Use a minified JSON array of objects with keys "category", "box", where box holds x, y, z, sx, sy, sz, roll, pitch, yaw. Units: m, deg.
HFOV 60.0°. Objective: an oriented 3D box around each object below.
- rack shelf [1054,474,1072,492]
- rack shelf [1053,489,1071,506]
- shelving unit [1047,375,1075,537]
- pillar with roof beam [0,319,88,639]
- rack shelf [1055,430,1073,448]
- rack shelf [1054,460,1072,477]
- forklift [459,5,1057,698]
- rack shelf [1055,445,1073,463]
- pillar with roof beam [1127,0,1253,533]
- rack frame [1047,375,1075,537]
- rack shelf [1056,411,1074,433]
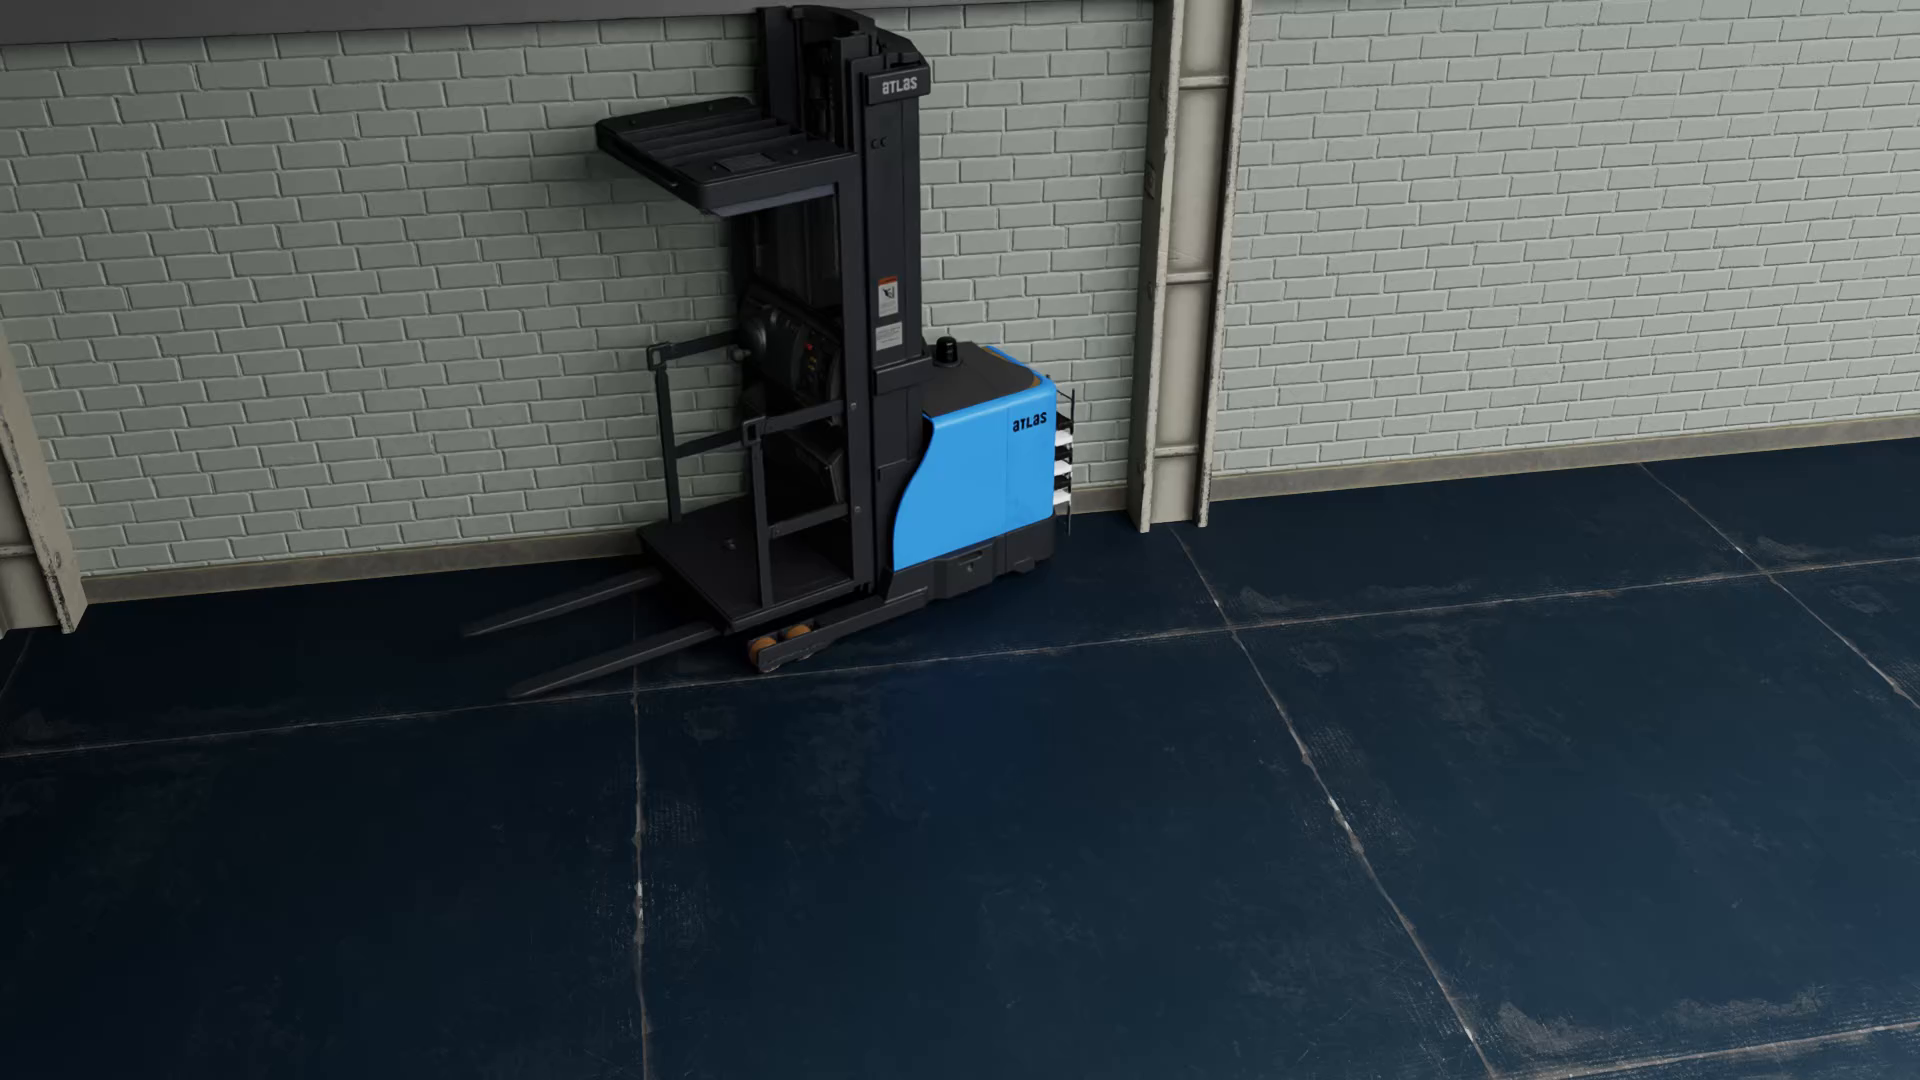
[{"category":"rack shelf","box":[0.457,-0.322,9.153,0.200,0.077,0.258,-19,35,-29]},{"category":"rack shelf","box":[0.457,-0.245,9.199,0.200,0.077,0.258,-19,35,-29]},{"category":"shelving unit","box":[0.457,-0.428,9.091,0.210,0.900,0.258,-19,35,-29]},{"category":"pillar with roof beam","box":[-3.953,-1.321,2.619,0.400,9.000,9.100,-5,31,-9]},{"category":"rack shelf","box":[0.457,-0.555,9.016,0.200,0.077,0.258,-19,35,-29]},{"category":"rack shelf","box":[0.457,-0.400,9.108,0.200,0.077,0.258,-19,35,-29]},{"category":"forklift","box":[-0.993,-0.922,7.926,3.031,2.935,1.130,-19,35,-29]},{"category":"rack shelf","box":[0.457,-0.477,9.062,0.200,0.077,0.258,-19,35,-29]},{"category":"pillar with roof beam","box":[1.949,-1.869,3.550,0.400,9.000,9.100,-5,31,-9]},{"category":"rack frame","box":[0.541,-0.457,9.140,0.006,0.900,0.240,-19,35,-29]},{"category":"rack shelf","box":[0.457,-0.632,8.971,0.200,0.077,0.258,-19,35,-29]}]
